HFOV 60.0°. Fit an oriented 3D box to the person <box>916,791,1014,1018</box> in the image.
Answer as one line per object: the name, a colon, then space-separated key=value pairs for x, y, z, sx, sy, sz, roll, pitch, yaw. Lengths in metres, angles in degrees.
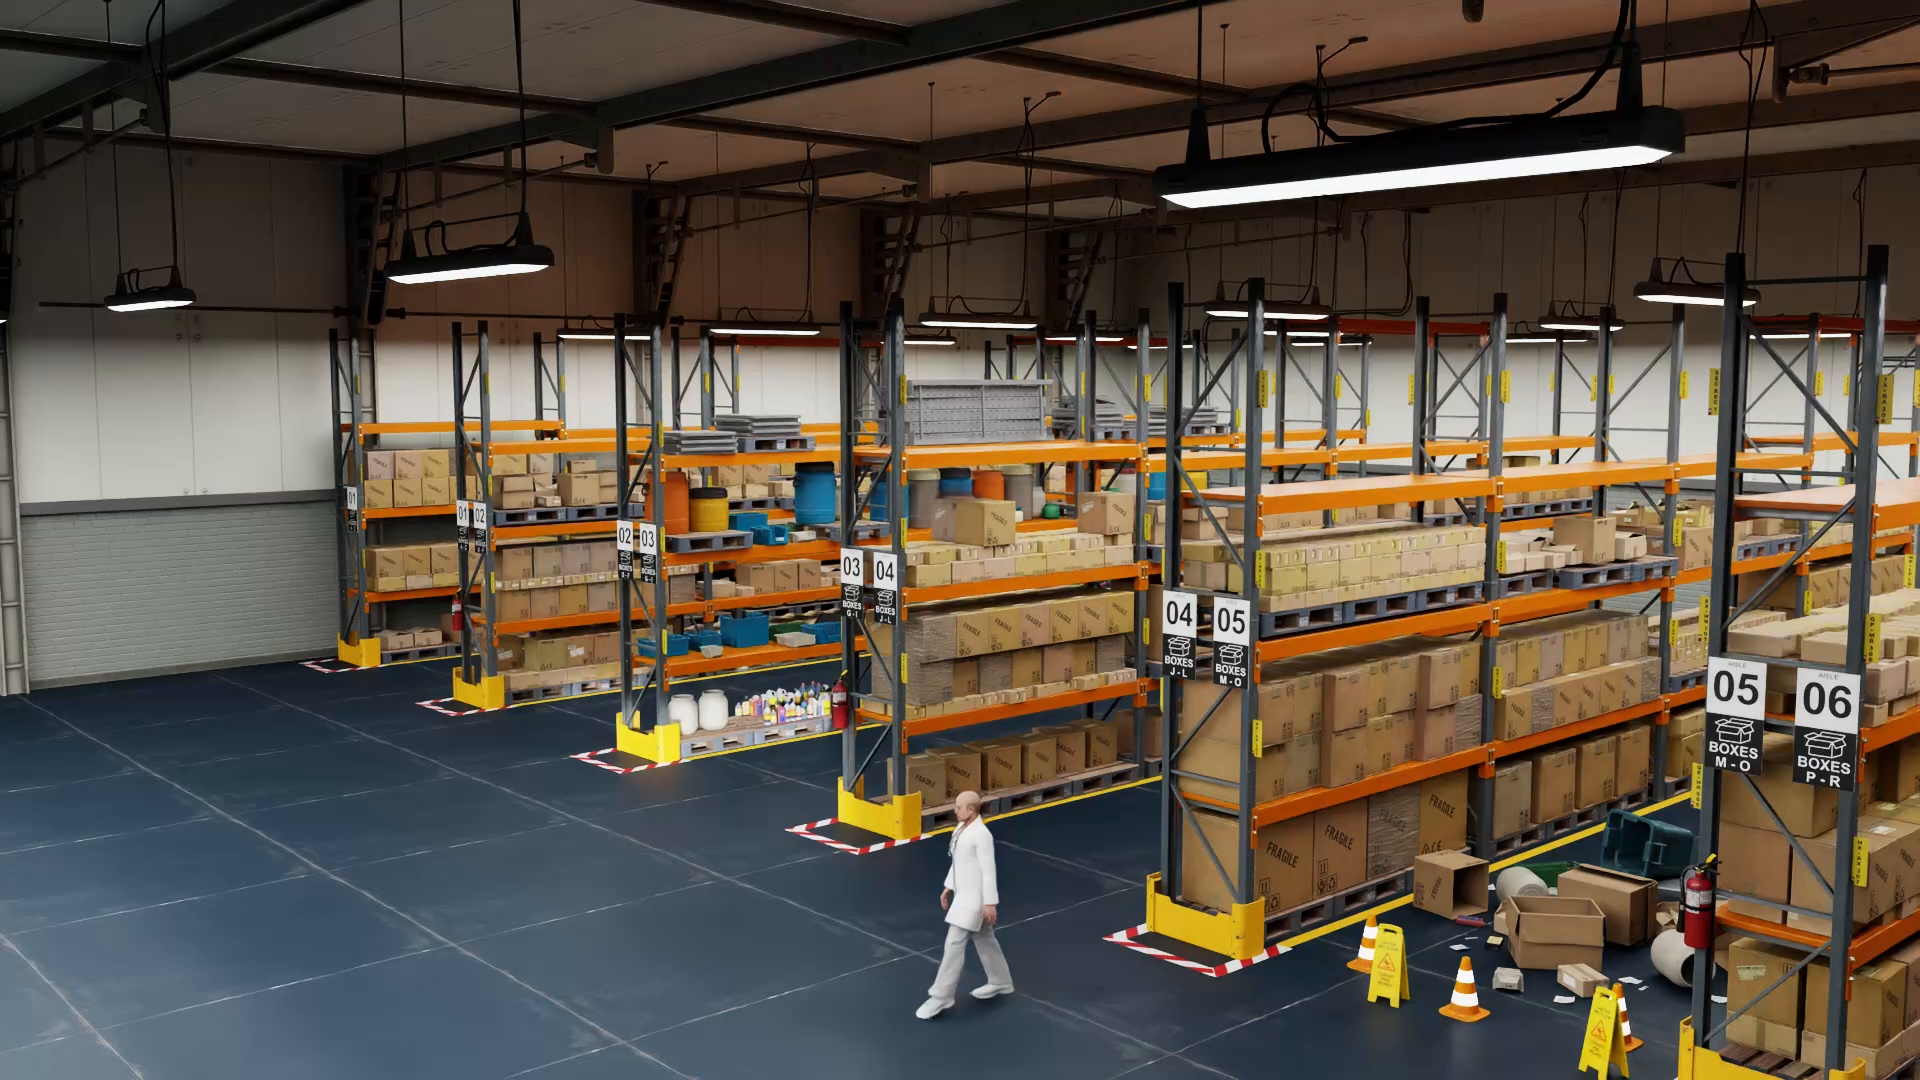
person: x=0.028 y=2.934 z=13.642 sx=0.893 sy=1.763 sz=0.619 roll=-1 pitch=6 yaw=-12

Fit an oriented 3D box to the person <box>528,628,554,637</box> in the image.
person: x=-7.378 y=1.428 z=29.583 sx=0.581 sy=1.593 sz=1.000 roll=4 pitch=7 yaw=33
